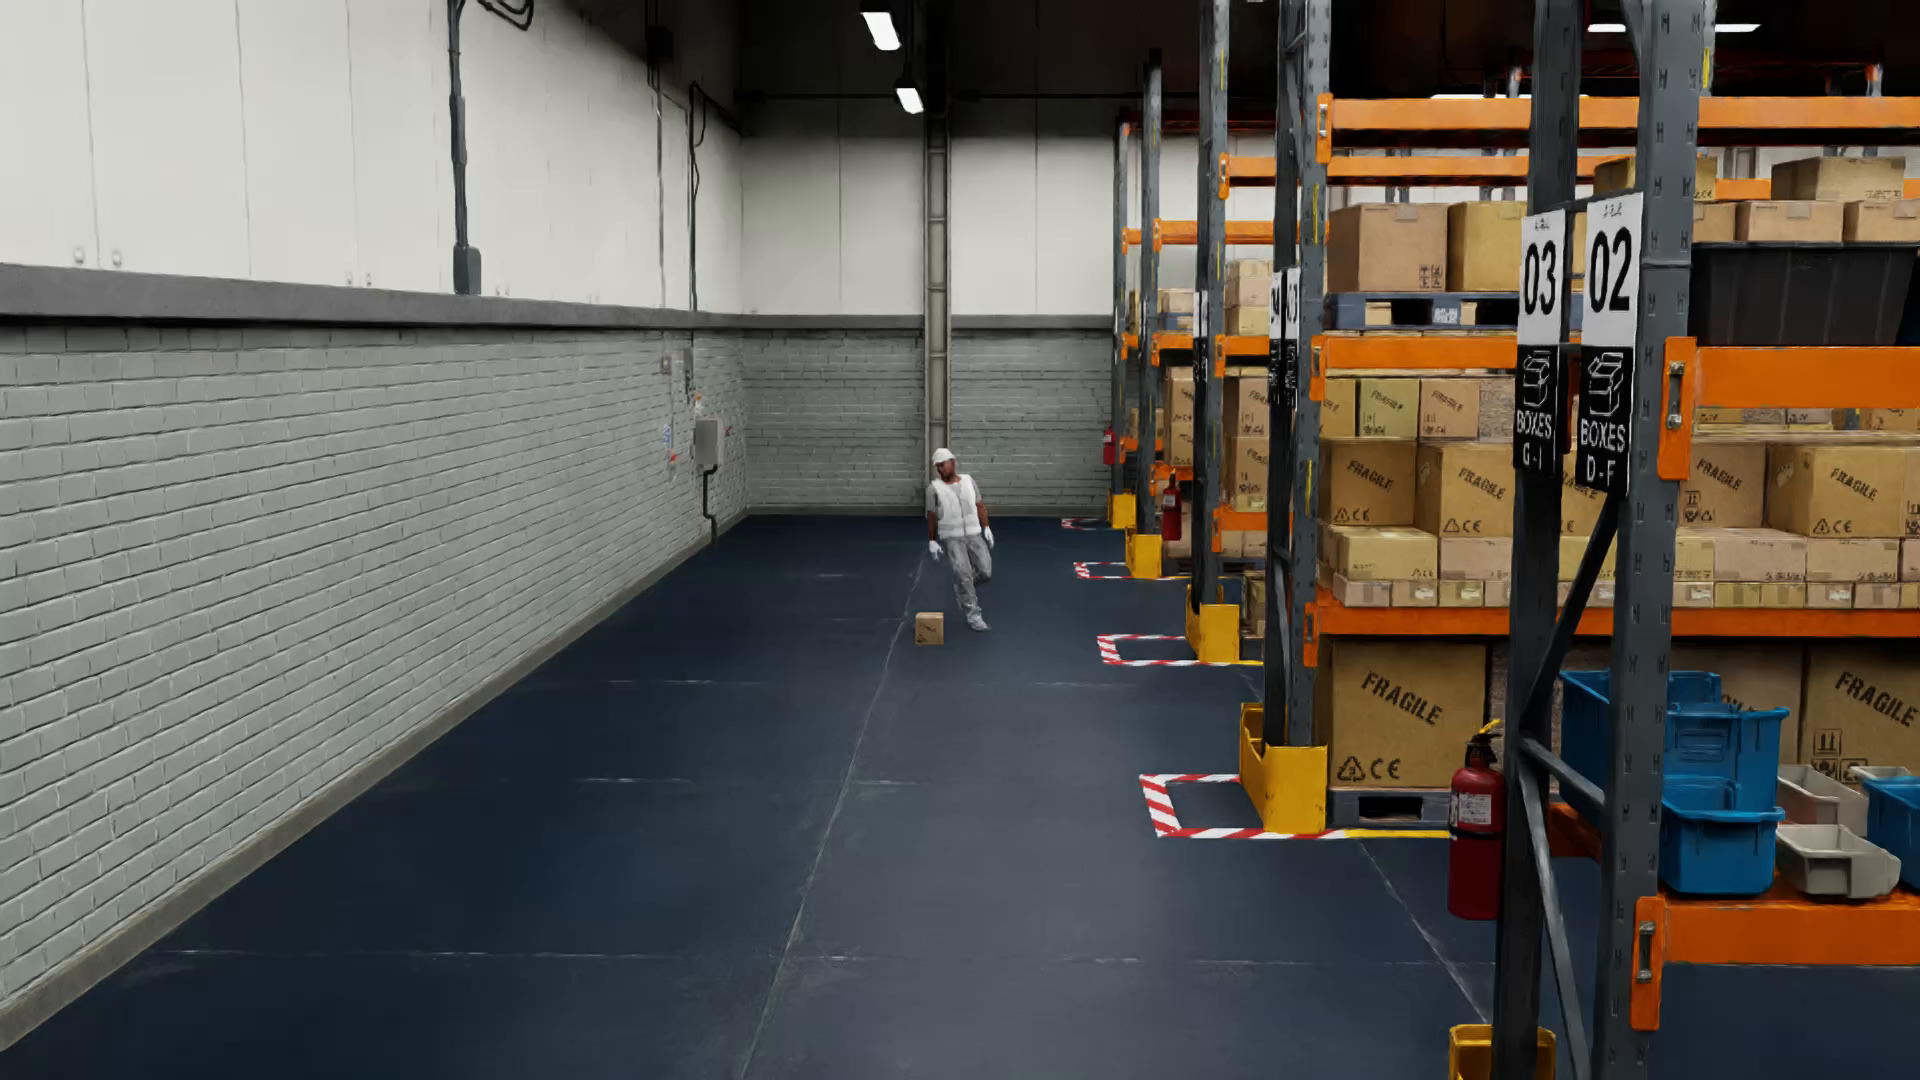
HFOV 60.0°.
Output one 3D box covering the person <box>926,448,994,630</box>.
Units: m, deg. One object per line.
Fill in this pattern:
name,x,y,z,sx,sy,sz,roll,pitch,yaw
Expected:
person,0.007,-0.020,16.066,0.626,1.728,0.777,-3,8,-21
